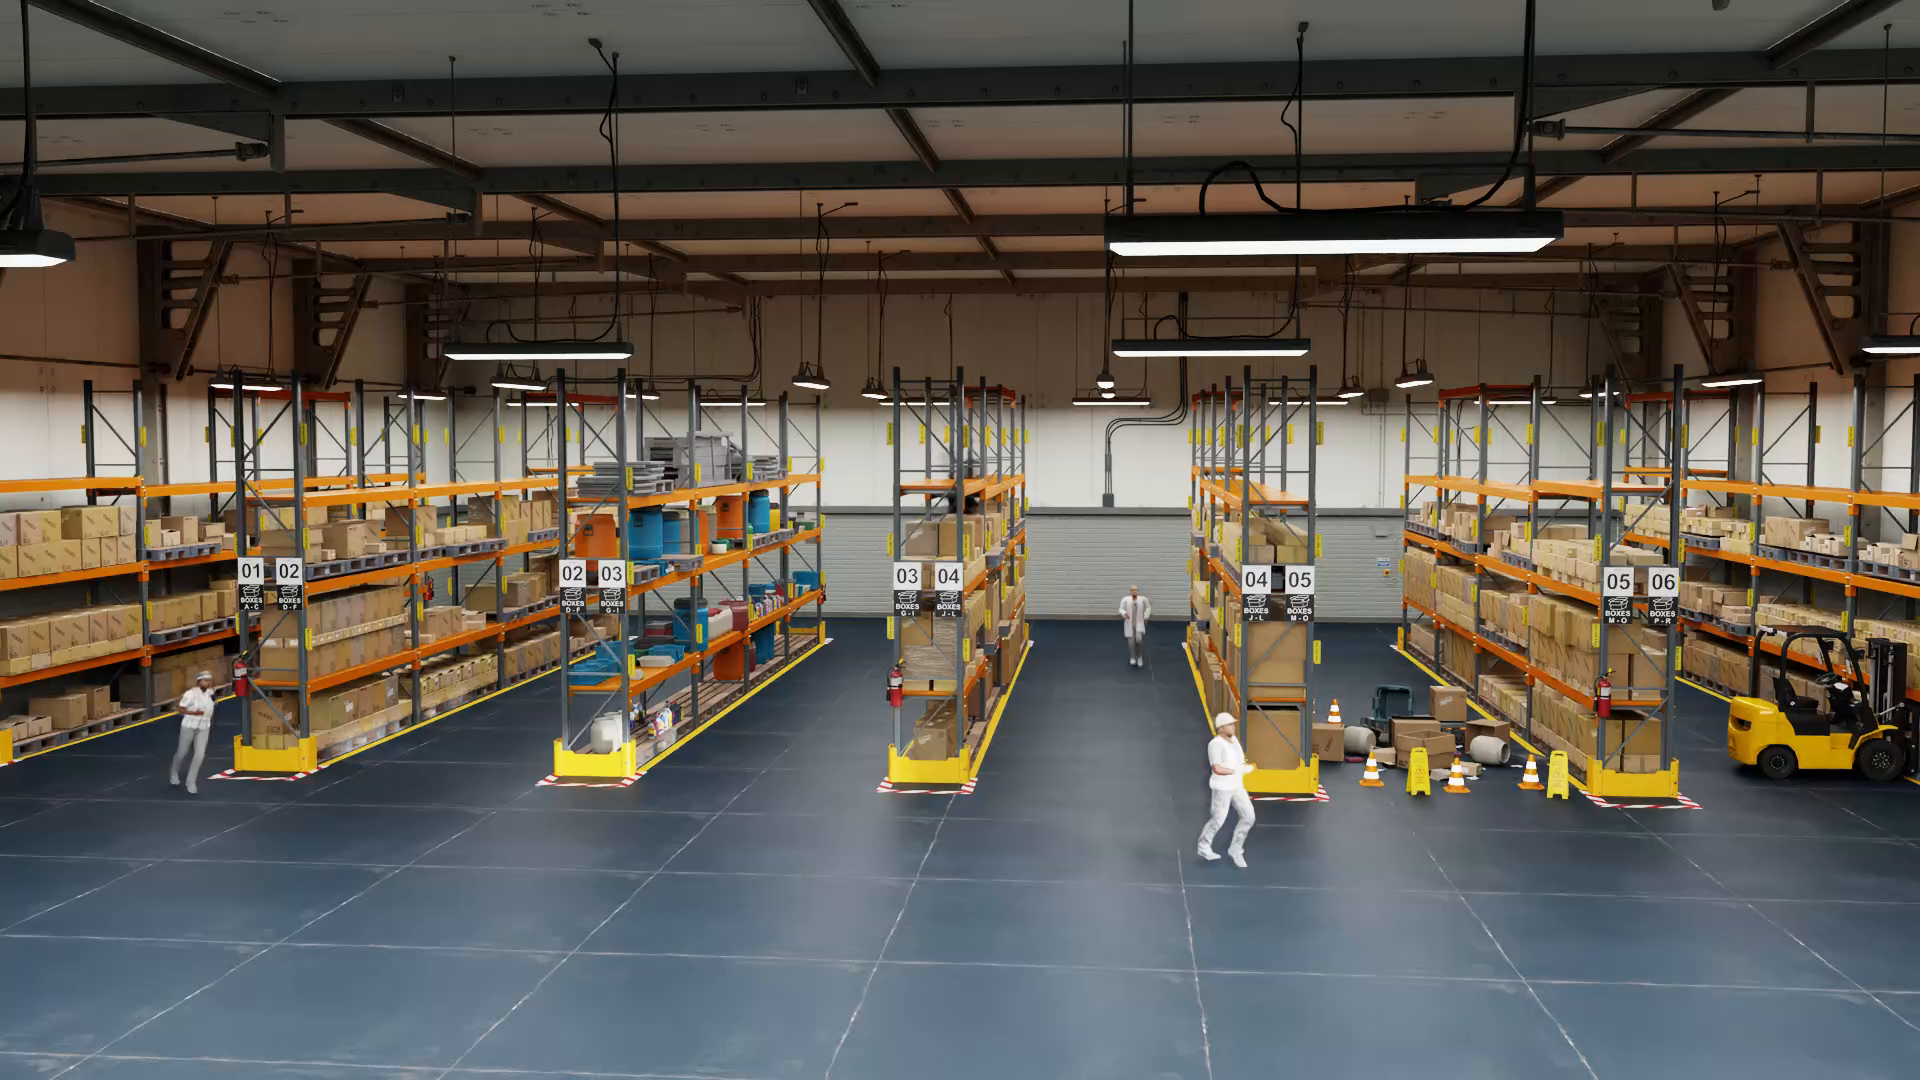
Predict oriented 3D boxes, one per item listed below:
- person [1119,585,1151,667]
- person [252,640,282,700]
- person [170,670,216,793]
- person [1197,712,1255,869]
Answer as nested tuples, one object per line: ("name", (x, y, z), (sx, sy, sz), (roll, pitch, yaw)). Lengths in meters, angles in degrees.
("person", (3.801, 1.875, 36.260), (0.681, 1.787, 0.783), (1, 4, 10))
("person", (-11.798, 2.353, 28.463), (0.666, 1.820, 0.888), (-1, 4, -12))
("person", (-10.876, 2.695, 23.729), (0.617, 1.686, 0.873), (-3, 5, -42))
("person", (3.098, 2.912, 19.324), (0.737, 1.825, 0.645), (3, 5, 43))
